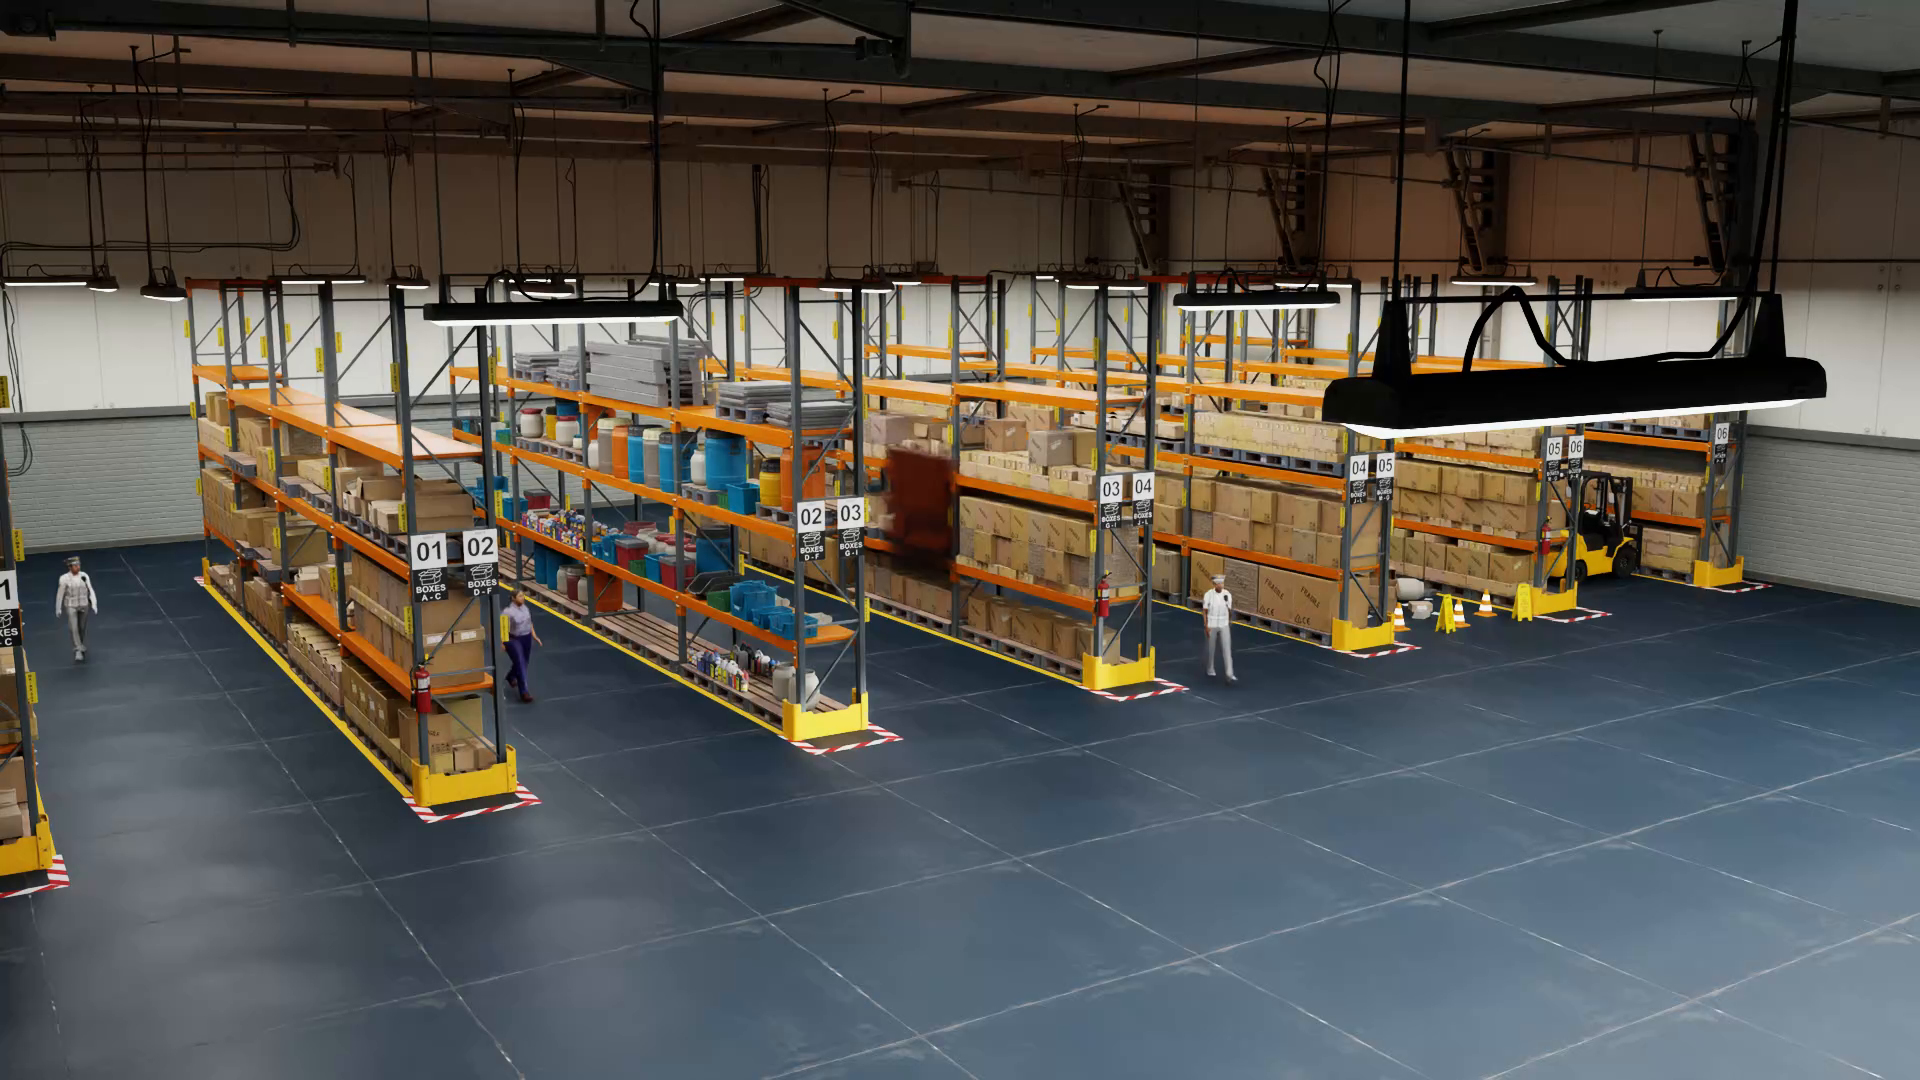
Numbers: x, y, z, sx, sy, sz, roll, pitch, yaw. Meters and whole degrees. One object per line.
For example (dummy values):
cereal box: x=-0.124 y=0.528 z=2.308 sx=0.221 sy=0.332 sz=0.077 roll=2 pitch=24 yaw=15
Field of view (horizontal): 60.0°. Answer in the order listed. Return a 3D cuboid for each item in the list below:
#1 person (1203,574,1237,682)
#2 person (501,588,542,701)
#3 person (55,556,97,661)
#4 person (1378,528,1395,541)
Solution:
person: x=3.922 y=1.319 z=25.149 sx=0.508 sy=1.633 sz=0.982 roll=1 pitch=10 yaw=6
person: x=-6.453 y=1.485 z=24.285 sx=0.993 sy=1.583 sz=0.574 roll=9 pitch=13 yaw=41
person: x=-14.152 y=1.060 z=26.649 sx=0.567 sy=1.616 sz=1.022 roll=-8 pitch=13 yaw=-40
person: x=9.679 y=-0.782 z=37.638 sx=0.534 sy=1.672 sz=0.445 roll=7 pitch=12 yaw=35
